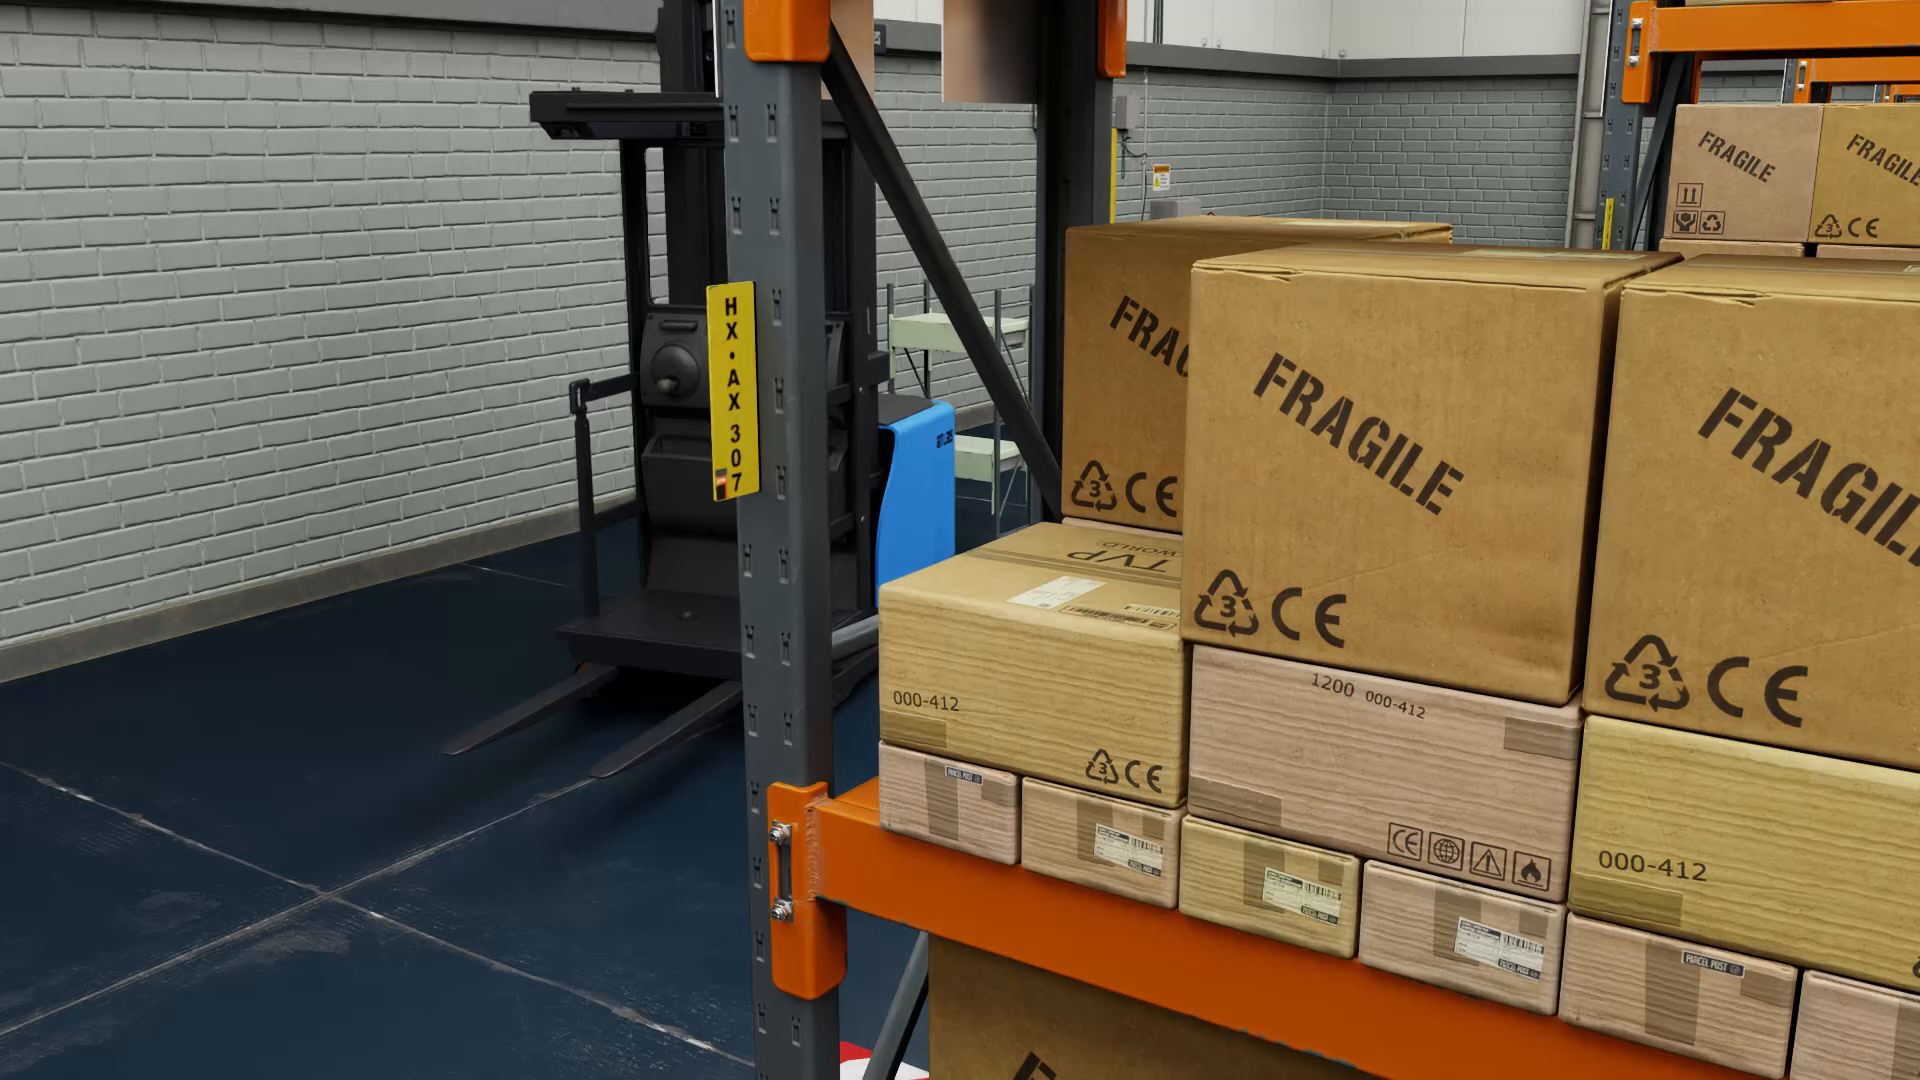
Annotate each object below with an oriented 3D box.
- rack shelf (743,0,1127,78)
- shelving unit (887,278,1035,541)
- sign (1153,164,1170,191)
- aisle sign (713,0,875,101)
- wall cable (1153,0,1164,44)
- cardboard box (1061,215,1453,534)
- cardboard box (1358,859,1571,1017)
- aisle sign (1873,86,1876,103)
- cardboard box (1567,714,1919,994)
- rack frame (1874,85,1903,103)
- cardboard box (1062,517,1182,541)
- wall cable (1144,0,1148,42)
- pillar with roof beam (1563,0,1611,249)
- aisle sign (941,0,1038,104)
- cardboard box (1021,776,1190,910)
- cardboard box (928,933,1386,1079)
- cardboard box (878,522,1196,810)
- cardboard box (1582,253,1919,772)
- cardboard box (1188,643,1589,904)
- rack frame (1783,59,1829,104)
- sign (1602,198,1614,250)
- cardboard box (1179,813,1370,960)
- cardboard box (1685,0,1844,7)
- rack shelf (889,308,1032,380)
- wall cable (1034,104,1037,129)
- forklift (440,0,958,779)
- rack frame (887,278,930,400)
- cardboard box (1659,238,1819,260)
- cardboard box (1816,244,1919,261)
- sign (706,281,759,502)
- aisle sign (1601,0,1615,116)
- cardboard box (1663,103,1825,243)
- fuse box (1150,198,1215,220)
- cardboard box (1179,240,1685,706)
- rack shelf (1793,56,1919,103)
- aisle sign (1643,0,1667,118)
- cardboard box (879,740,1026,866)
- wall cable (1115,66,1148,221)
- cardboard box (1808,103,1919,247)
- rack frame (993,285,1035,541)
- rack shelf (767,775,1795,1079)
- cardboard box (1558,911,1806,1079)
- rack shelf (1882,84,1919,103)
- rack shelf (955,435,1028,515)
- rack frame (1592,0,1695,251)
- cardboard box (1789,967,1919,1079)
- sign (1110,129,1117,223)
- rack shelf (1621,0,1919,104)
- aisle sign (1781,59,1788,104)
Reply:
[{"bbox_3d":[1.631,-0.715,1.725,4.000,0.370,1.077,9,17,33],"label":"rack shelf"},{"bbox_3d":[0.006,-0.727,9.639,0.755,1.500,0.431,9,17,33],"label":"shelving unit"},{"bbox_3d":[1.901,-3.421,15.682,0.001,0.242,0.339,9,17,33],"label":"sign"},{"bbox_3d":[-0.256,-1.088,2.568,0.004,0.787,0.394,9,17,33],"label":"aisle sign"},{"bbox_3d":[2.633,-6.190,16.022,0.133,3.039,2.988,9,17,33],"label":"wall cable"},{"bbox_3d":[0.522,-0.299,2.922,0.500,0.500,0.500,9,17,33],"label":"cardboard box"},{"bbox_3d":[0.725,0.462,2.238,0.250,0.149,0.380,9,16,32],"label":"cardboard box"},{"bbox_3d":[8.048,-4.055,14.553,0.004,0.787,0.394,9,17,33],"label":"aisle sign"},{"bbox_3d":[1.069,0.306,2.036,0.500,0.250,0.500,9,16,31],"label":"cardboard box"},{"bbox_3d":[8.269,-2.843,15.065,0.127,3.000,1.000,9,17,33],"label":"rack frame"},{"bbox_3d":[0.521,0.064,3.016,0.500,0.250,0.500,9,16,32],"label":"cardboard box"},{"bbox_3d":[1.047,-5.621,13.803,0.029,3.000,2.355,9,17,33],"label":"wall cable"},{"bbox_3d":[4.132,-5.438,13.063,0.400,9.000,9.100,9,17,33],"label":"pillar with roof beam"},{"bbox_3d":[0.079,-1.208,3.051,0.004,0.787,0.394,9,17,33],"label":"aisle sign"},{"bbox_3d":[0.295,0.393,2.517,0.250,0.149,0.380,9,16,32],"label":"cardboard box"},{"bbox_3d":[0.547,1.021,3.005,0.875,0.875,0.875,9,17,33],"label":"cardboard box"},{"bbox_3d":[0.219,0.170,2.587,0.500,0.250,0.500,9,16,31],"label":"cardboard box"},{"bbox_3d":[1.067,-0.059,1.951,0.500,0.500,0.500,9,16,31],"label":"cardboard box"},{"bbox_3d":[0.654,0.238,2.311,0.500,0.250,0.500,9,16,32],"label":"cardboard box"},{"bbox_3d":[5.502,-1.853,11.065,0.127,3.000,1.000,9,17,33],"label":"rack frame"},{"bbox_3d":[2.520,-1.164,6.482,0.005,0.325,0.100,9,17,33],"label":"sign"},{"bbox_3d":[0.508,0.427,2.378,0.250,0.149,0.380,9,16,31],"label":"cardboard box"},{"bbox_3d":[3.053,-2.124,6.231,0.500,0.250,0.500,10,17,35],"label":"cardboard box"},{"bbox_3d":[0.006,-1.106,9.546,0.720,0.370,0.431,9,17,33],"label":"rack shelf"},{"bbox_3d":[0.810,-3.113,13.975,0.123,1.953,0.585,9,17,33],"label":"wall cable"},{"bbox_3d":[-0.997,-0.769,6.831,1.130,2.935,3.031,5,15,20],"label":"forklift"},{"bbox_3d":[-0.298,-0.776,9.838,0.023,1.500,0.400,9,17,33],"label":"rack frame"},{"bbox_3d":[3.041,-0.930,6.509,0.500,0.500,0.500,10,17,35],"label":"cardboard box"},{"bbox_3d":[3.500,-0.863,6.240,0.500,0.500,0.500,9,17,33],"label":"cardboard box"},{"bbox_3d":[-0.344,-0.225,2.525,0.005,0.325,0.100,9,17,33],"label":"sign"},{"bbox_3d":[2.595,-2.064,6.508,0.004,0.787,0.394,9,17,33],"label":"aisle sign"},{"bbox_3d":[3.047,-1.417,6.398,0.500,0.500,0.500,9,17,32],"label":"cardboard box"},{"bbox_3d":[2.103,-2.378,15.868,0.414,1.711,0.539,9,17,33],"label":"fuse box"},{"bbox_3d":[0.633,-0.127,2.226,0.500,0.500,0.500,9,16,31],"label":"cardboard box"},{"bbox_3d":[7.161,-2.691,9.707,4.000,0.370,1.077,9,17,33],"label":"rack shelf"},{"bbox_3d":[2.930,-2.184,6.992,0.004,0.787,0.394,9,17,33],"label":"aisle sign"},{"bbox_3d":[0.081,0.359,2.655,0.250,0.149,0.380,9,17,33],"label":"cardboard box"},{"bbox_3d":[1.592,-3.382,15.127,0.122,1.984,0.588,9,17,33],"label":"wall cable"},{"bbox_3d":[3.470,-1.351,6.130,0.500,0.500,0.500,10,17,34],"label":"cardboard box"},{"bbox_3d":[0.309,-0.678,9.441,0.023,1.500,0.400,9,17,33],"label":"rack frame"},{"bbox_3d":[1.631,0.741,2.085,4.000,0.370,1.077,9,17,33],"label":"rack shelf"},{"bbox_3d":[0.935,0.496,2.099,0.250,0.149,0.380,9,16,32],"label":"cardboard box"},{"bbox_3d":[9.928,-3.681,13.707,4.000,0.370,1.077,9,17,33],"label":"rack shelf"},{"bbox_3d":[0.006,-0.411,9.718,0.720,0.370,0.431,9,17,33],"label":"rack shelf"},{"bbox_3d":[2.823,-0.852,7.023,0.127,3.000,1.000,9,17,33],"label":"rack frame"},{"bbox_3d":[1.150,0.531,1.960,0.250,0.149,0.380,9,16,32],"label":"cardboard box"},{"bbox_3d":[0.285,-0.660,3.344,0.005,0.325,0.100,9,17,33],"label":"sign"},{"bbox_3d":[4.483,-1.691,5.665,4.000,0.370,1.077,9,17,33],"label":"rack shelf"},{"bbox_3d":[5.280,-3.066,10.558,0.004,0.787,0.394,9,17,33],"label":"aisle sign"}]
